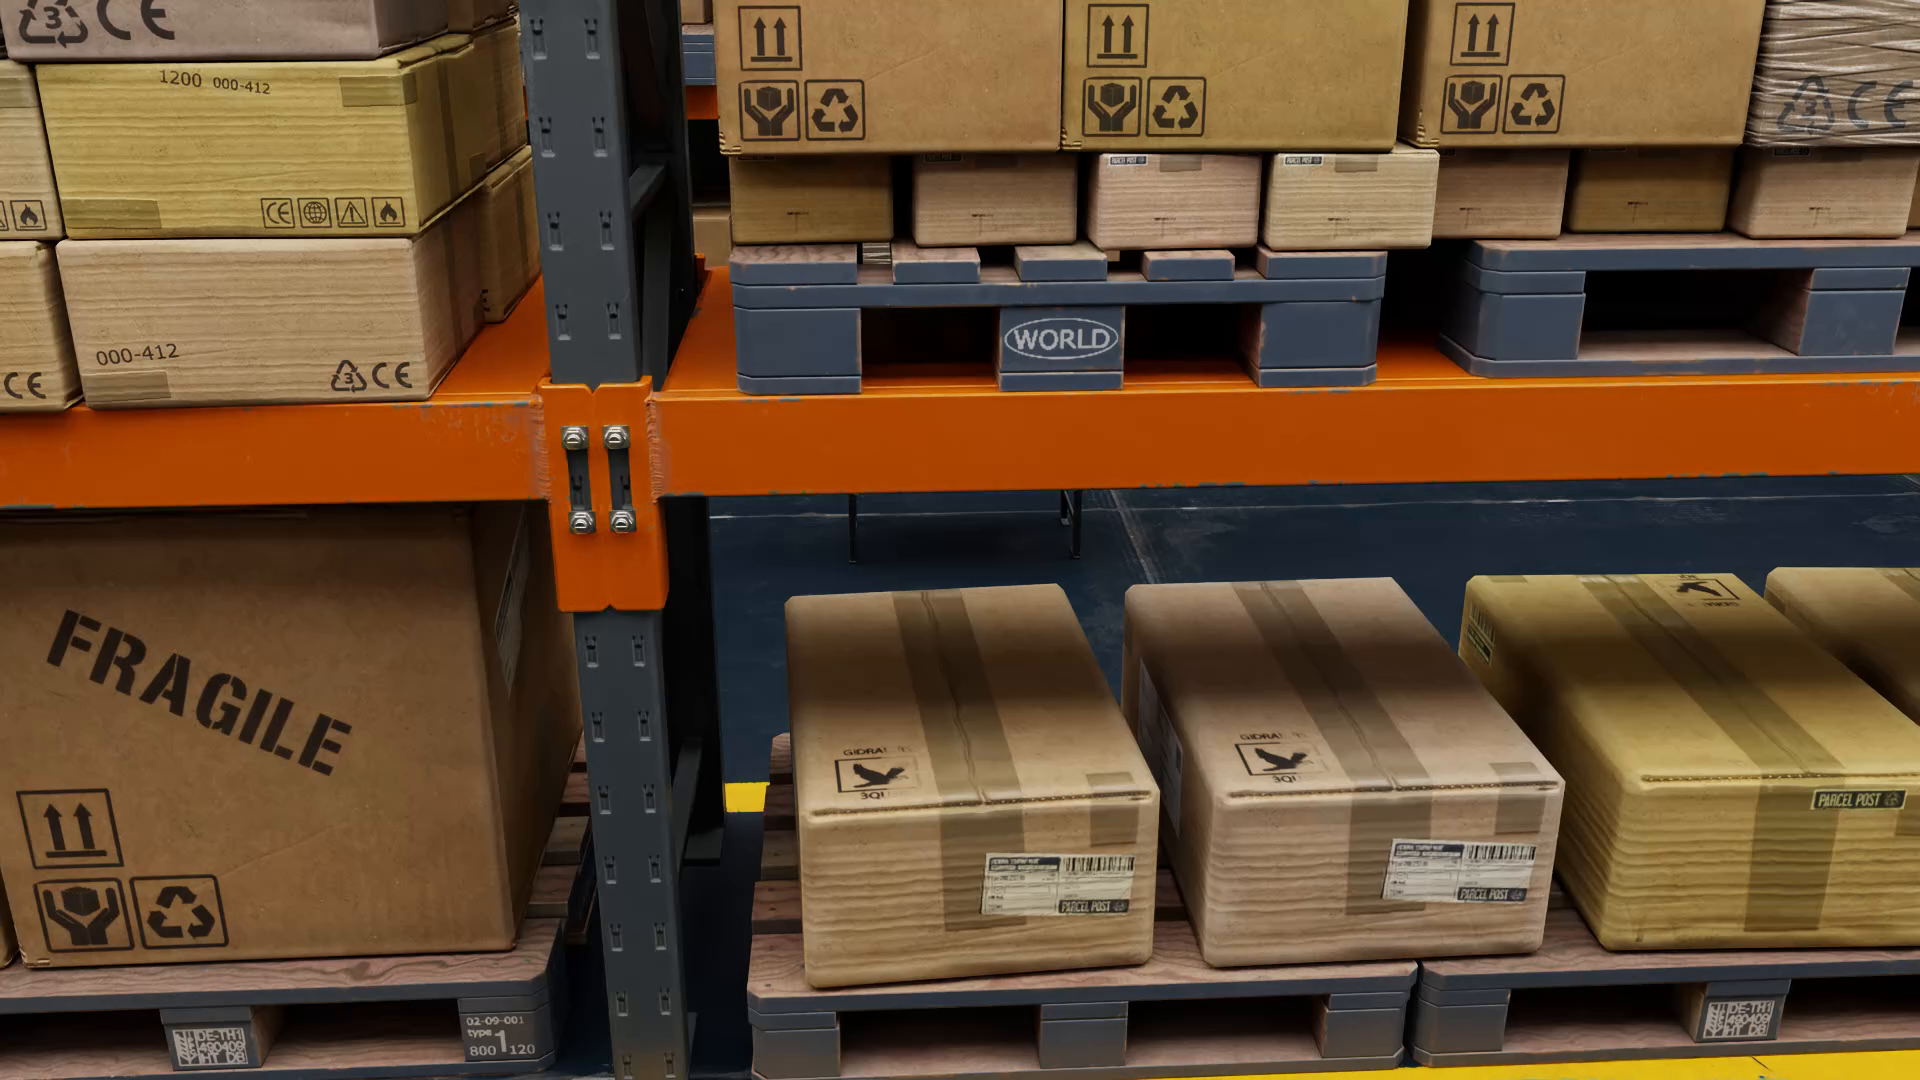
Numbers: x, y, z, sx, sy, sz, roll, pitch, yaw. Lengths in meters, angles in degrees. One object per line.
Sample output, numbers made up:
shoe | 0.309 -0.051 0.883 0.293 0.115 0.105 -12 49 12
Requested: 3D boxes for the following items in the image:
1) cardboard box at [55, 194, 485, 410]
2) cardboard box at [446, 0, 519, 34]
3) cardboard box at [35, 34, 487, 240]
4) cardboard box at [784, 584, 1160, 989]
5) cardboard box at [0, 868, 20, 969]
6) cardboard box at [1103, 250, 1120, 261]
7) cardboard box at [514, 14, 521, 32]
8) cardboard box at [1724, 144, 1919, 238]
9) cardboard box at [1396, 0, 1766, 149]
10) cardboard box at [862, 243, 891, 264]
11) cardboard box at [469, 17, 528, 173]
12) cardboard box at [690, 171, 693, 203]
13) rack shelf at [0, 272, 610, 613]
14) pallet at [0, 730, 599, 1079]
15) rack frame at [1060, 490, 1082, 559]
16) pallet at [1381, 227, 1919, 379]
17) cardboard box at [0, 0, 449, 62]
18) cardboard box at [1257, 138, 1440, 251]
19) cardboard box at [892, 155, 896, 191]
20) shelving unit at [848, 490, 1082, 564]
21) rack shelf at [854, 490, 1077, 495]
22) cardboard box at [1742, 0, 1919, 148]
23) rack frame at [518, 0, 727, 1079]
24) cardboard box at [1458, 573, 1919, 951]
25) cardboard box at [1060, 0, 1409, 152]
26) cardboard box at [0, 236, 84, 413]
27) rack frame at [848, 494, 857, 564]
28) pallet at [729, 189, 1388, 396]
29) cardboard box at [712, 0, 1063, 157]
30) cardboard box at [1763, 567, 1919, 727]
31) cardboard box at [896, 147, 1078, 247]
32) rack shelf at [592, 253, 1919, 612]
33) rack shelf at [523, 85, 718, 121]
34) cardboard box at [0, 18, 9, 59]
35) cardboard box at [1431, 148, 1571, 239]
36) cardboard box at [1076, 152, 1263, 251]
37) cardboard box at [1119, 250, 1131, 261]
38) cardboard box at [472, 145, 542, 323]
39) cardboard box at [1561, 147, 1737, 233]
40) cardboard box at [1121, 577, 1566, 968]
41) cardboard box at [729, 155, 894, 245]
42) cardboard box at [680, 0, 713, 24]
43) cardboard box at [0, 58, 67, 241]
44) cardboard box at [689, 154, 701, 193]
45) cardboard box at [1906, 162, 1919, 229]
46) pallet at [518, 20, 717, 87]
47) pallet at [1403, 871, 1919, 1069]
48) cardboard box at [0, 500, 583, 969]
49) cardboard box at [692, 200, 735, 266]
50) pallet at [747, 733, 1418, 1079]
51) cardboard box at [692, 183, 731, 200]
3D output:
cardboard box | -1.074 -0.405 2.680 0.500 0.250 0.500 -2 21 -5
cardboard box | -1.091 -1.169 2.929 0.500 0.500 0.500 -2 21 -5
cardboard box | -1.053 -0.641 2.597 0.500 0.250 0.500 -1 21 -3
cardboard box | -0.020 0.446 3.336 0.625 0.372 0.950 -3 21 -7
cardboard box | -2.169 0.220 3.223 0.875 0.875 0.875 -1 21 -2
cardboard box | 0.404 -1.451 7.964 0.625 0.625 0.875 0 21 -1
cardboard box | -1.906 -2.331 7.147 0.500 0.250 0.500 -2 21 -6
cardboard box | 1.367 -0.613 2.777 0.250 0.149 0.380 -1 21 -1
cardboard box | 0.928 -0.913 2.654 0.500 0.500 0.500 -1 21 -2
cardboard box | -0.248 -1.435 7.922 0.625 0.625 0.875 -1 21 -1
cardboard box | -1.104 -0.819 3.064 0.500 0.250 0.500 -1 21 -3
cardboard box | -1.350 -1.572 7.546 0.250 0.149 0.380 -2 21 -6
rack shelf | -2.581 -0.201 2.944 4.000 0.370 1.077 -1 21 -3
pallet | -1.376 0.715 3.447 1.213 0.211 1.003 -1 21 -3
rack frame | 0.372 -0.708 5.374 0.023 1.500 0.400 -1 21 -3
pallet | 1.390 -0.543 3.100 1.213 0.211 1.003 -1 21 -3
cardboard box | -1.086 -0.988 2.455 0.500 0.500 0.500 -2 21 -5
cardboard box | 0.587 -0.578 2.687 0.250 0.149 0.380 -1 21 -3
cardboard box | -0.007 -0.778 3.211 0.250 0.149 0.380 -1 21 -2
shelving unit | 0.007 -0.701 5.354 0.755 1.500 0.431 -1 21 -3
rack shelf | 0.007 -0.396 5.470 0.720 0.370 0.431 -1 21 -3
cardboard box | 1.428 -0.920 2.673 0.500 0.500 0.500 -2 21 -5
rack frame | -0.584 -0.578 2.922 0.127 3.000 1.000 -1 21 -3
cardboard box | 1.474 0.415 3.418 0.625 0.372 0.950 0 21 -1
cardboard box | 0.398 -0.900 2.620 0.500 0.500 0.500 0 21 0
cardboard box | -1.583 -0.389 2.638 0.500 0.250 0.500 -1 21 -2
rack frame | -0.359 -0.694 5.335 0.023 1.500 0.400 -1 21 -3
pallet | 0.121 -0.540 3.094 1.003 0.211 1.213 -1 21 -3
cardboard box | -0.122 -0.887 2.585 0.500 0.500 0.500 -2 21 -5
cardboard box | 2.168 0.400 3.457 0.625 0.372 0.950 0 21 0
cardboard box | 0.035 -0.591 2.720 0.250 0.149 0.380 -2 21 -6
rack shelf | 1.412 -0.282 3.157 4.000 0.370 1.077 -1 21 -3
rack shelf | -2.868 -1.964 7.575 4.000 0.370 1.077 -1 21 -3
cardboard box | -1.597 -0.975 2.420 0.500 0.500 0.500 -1 21 -2
cardboard box | 0.823 -0.611 2.773 0.250 0.149 0.380 0 21 0
cardboard box | 0.311 -0.580 2.692 0.250 0.149 0.380 -3 21 -7
cardboard box | 1.076 -1.465 8.000 0.625 0.625 0.875 -2 21 -5
cardboard box | -1.087 -0.587 3.158 0.500 0.250 0.500 -2 21 -4
cardboard box | 1.103 -0.631 2.824 0.250 0.149 0.380 0 21 -1
cardboard box | 0.717 0.428 3.383 0.625 0.372 0.950 -2 21 -4
cardboard box | -0.249 -0.597 2.736 0.250 0.149 0.380 -2 21 -6
cardboard box | -1.394 -2.629 7.579 0.500 0.500 0.500 0 21 -1
cardboard box | -1.565 -0.629 2.566 0.500 0.250 0.500 -2 21 -4
cardboard box | -1.410 -1.772 8.071 0.250 0.149 0.380 0 21 0
cardboard box | 1.623 -0.645 2.862 0.250 0.149 0.380 -2 21 -5
pallet | -1.544 -2.212 7.486 1.003 0.211 1.213 -1 21 -3
pallet | 1.411 0.686 3.521 1.213 0.211 1.003 -1 21 -3
cardboard box | -1.279 0.204 3.266 0.875 0.875 0.875 -1 21 -4
cardboard box | -1.281 -1.284 7.700 0.500 0.500 0.500 -1 21 -1
pallet | 0.196 0.710 3.459 1.213 0.211 1.003 -1 21 -3
cardboard box | -1.308 -1.460 8.163 0.500 0.500 0.500 0 21 -1
